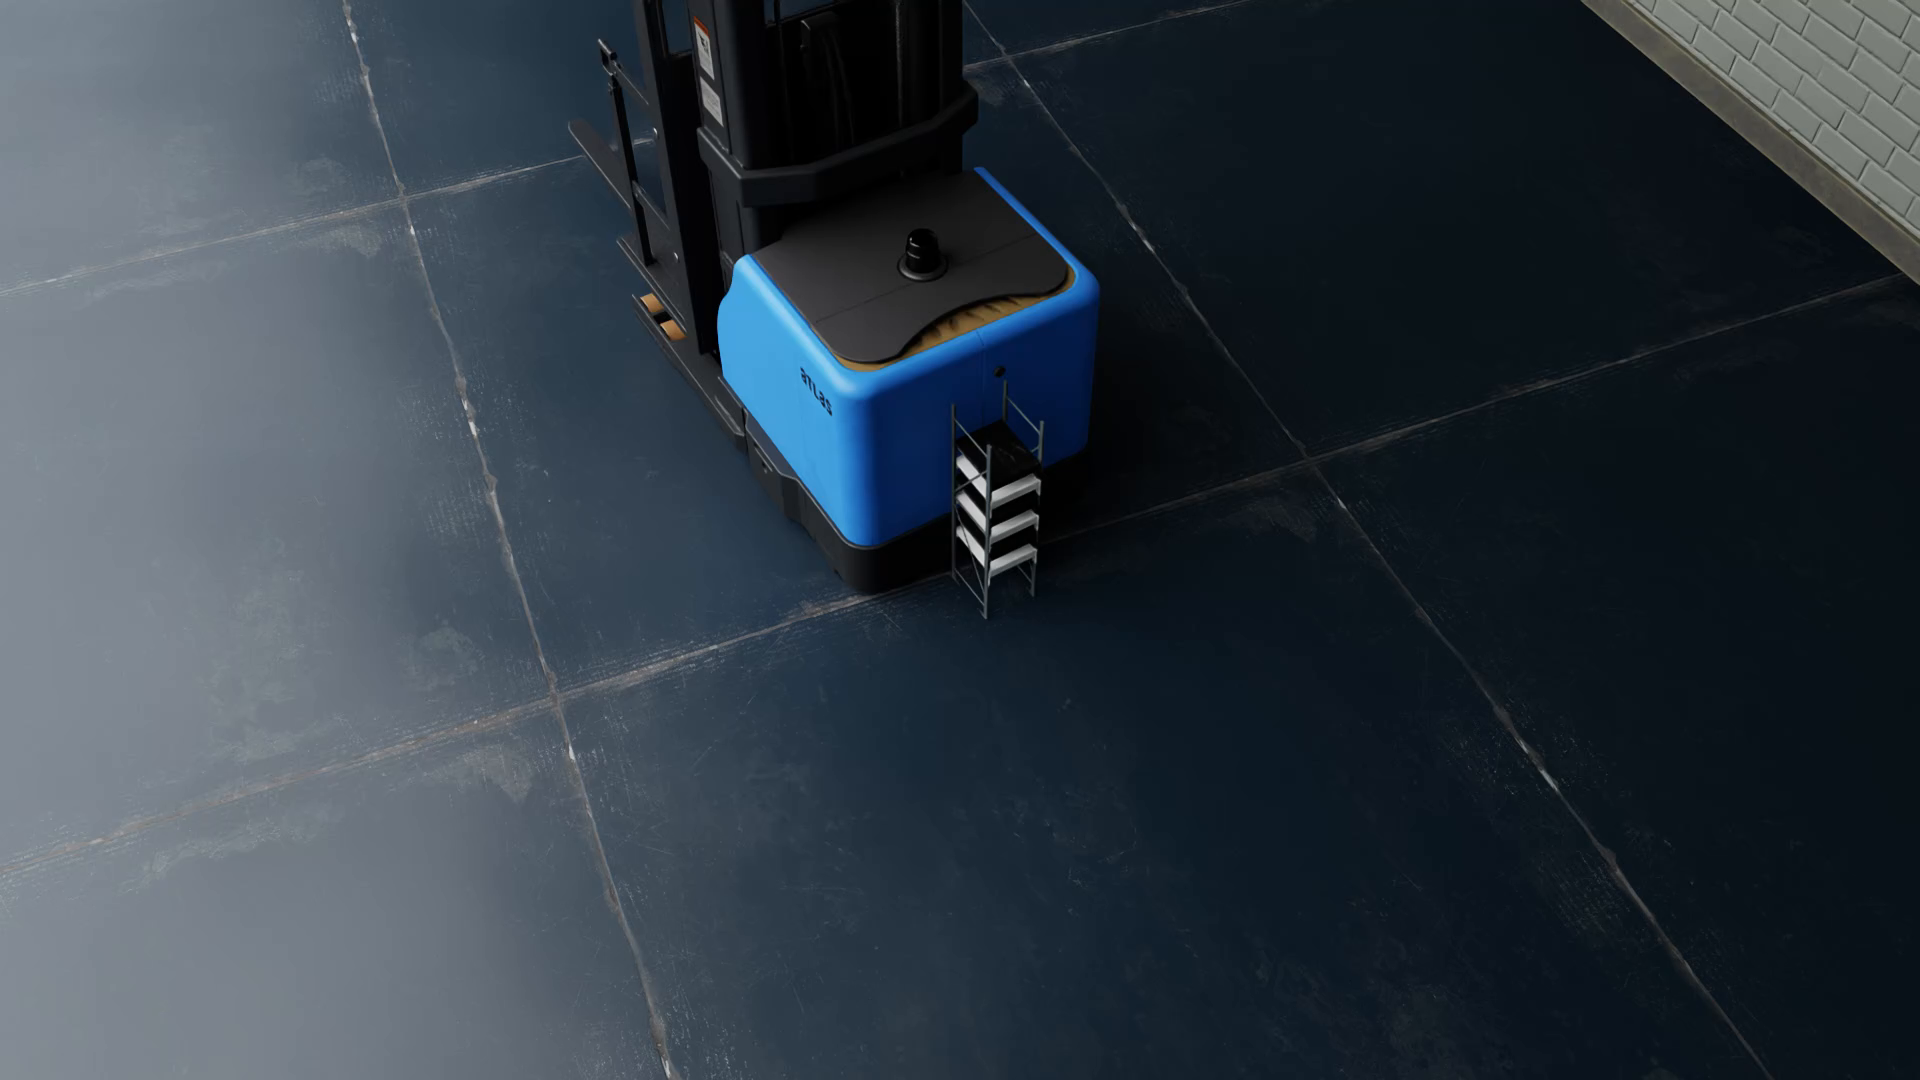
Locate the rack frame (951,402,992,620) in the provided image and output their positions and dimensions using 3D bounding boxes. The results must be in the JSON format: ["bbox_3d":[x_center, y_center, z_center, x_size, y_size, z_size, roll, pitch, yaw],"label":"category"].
[{"bbox_3d":[0.036,-0.080,5.725,0.006,0.900,0.240,-25,54,-20],"label":"rack frame"}]

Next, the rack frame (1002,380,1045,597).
[{"bbox_3d":[0.209,-0.161,5.795,0.006,0.900,0.240,-25,54,-20],"label":"rack frame"}]

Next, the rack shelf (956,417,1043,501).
[{"bbox_3d":[0.123,-0.275,5.580,0.200,0.077,0.258,-25,54,-20],"label":"rack shelf"}]

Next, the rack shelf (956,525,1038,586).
[{"bbox_3d":[0.122,0.018,5.922,0.200,0.077,0.258,-25,54,-20],"label":"rack shelf"}]

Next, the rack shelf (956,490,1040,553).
[{"bbox_3d":[0.123,-0.099,5.785,0.200,0.077,0.258,-25,54,-20],"label":"rack shelf"}]

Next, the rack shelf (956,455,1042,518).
[{"bbox_3d":[0.123,-0.216,5.649,0.200,0.077,0.258,-25,54,-20],"label":"rack shelf"}]

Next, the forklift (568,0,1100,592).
[{"bbox_3d":[-0.711,-1.875,5.928,1.130,2.935,3.031,-25,54,-20],"label":"forklift"}]

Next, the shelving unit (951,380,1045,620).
[{"bbox_3d":[0.123,-0.121,5.760,0.210,0.900,0.258,-25,54,-20],"label":"shelving unit"}]

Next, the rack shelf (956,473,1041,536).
[{"bbox_3d":[0.123,-0.158,5.717,0.200,0.077,0.258,-25,54,-20],"label":"rack shelf"}]

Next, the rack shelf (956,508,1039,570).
[{"bbox_3d":[0.123,-0.041,5.854,0.200,0.077,0.258,-25,54,-20],"label":"rack shelf"}]
